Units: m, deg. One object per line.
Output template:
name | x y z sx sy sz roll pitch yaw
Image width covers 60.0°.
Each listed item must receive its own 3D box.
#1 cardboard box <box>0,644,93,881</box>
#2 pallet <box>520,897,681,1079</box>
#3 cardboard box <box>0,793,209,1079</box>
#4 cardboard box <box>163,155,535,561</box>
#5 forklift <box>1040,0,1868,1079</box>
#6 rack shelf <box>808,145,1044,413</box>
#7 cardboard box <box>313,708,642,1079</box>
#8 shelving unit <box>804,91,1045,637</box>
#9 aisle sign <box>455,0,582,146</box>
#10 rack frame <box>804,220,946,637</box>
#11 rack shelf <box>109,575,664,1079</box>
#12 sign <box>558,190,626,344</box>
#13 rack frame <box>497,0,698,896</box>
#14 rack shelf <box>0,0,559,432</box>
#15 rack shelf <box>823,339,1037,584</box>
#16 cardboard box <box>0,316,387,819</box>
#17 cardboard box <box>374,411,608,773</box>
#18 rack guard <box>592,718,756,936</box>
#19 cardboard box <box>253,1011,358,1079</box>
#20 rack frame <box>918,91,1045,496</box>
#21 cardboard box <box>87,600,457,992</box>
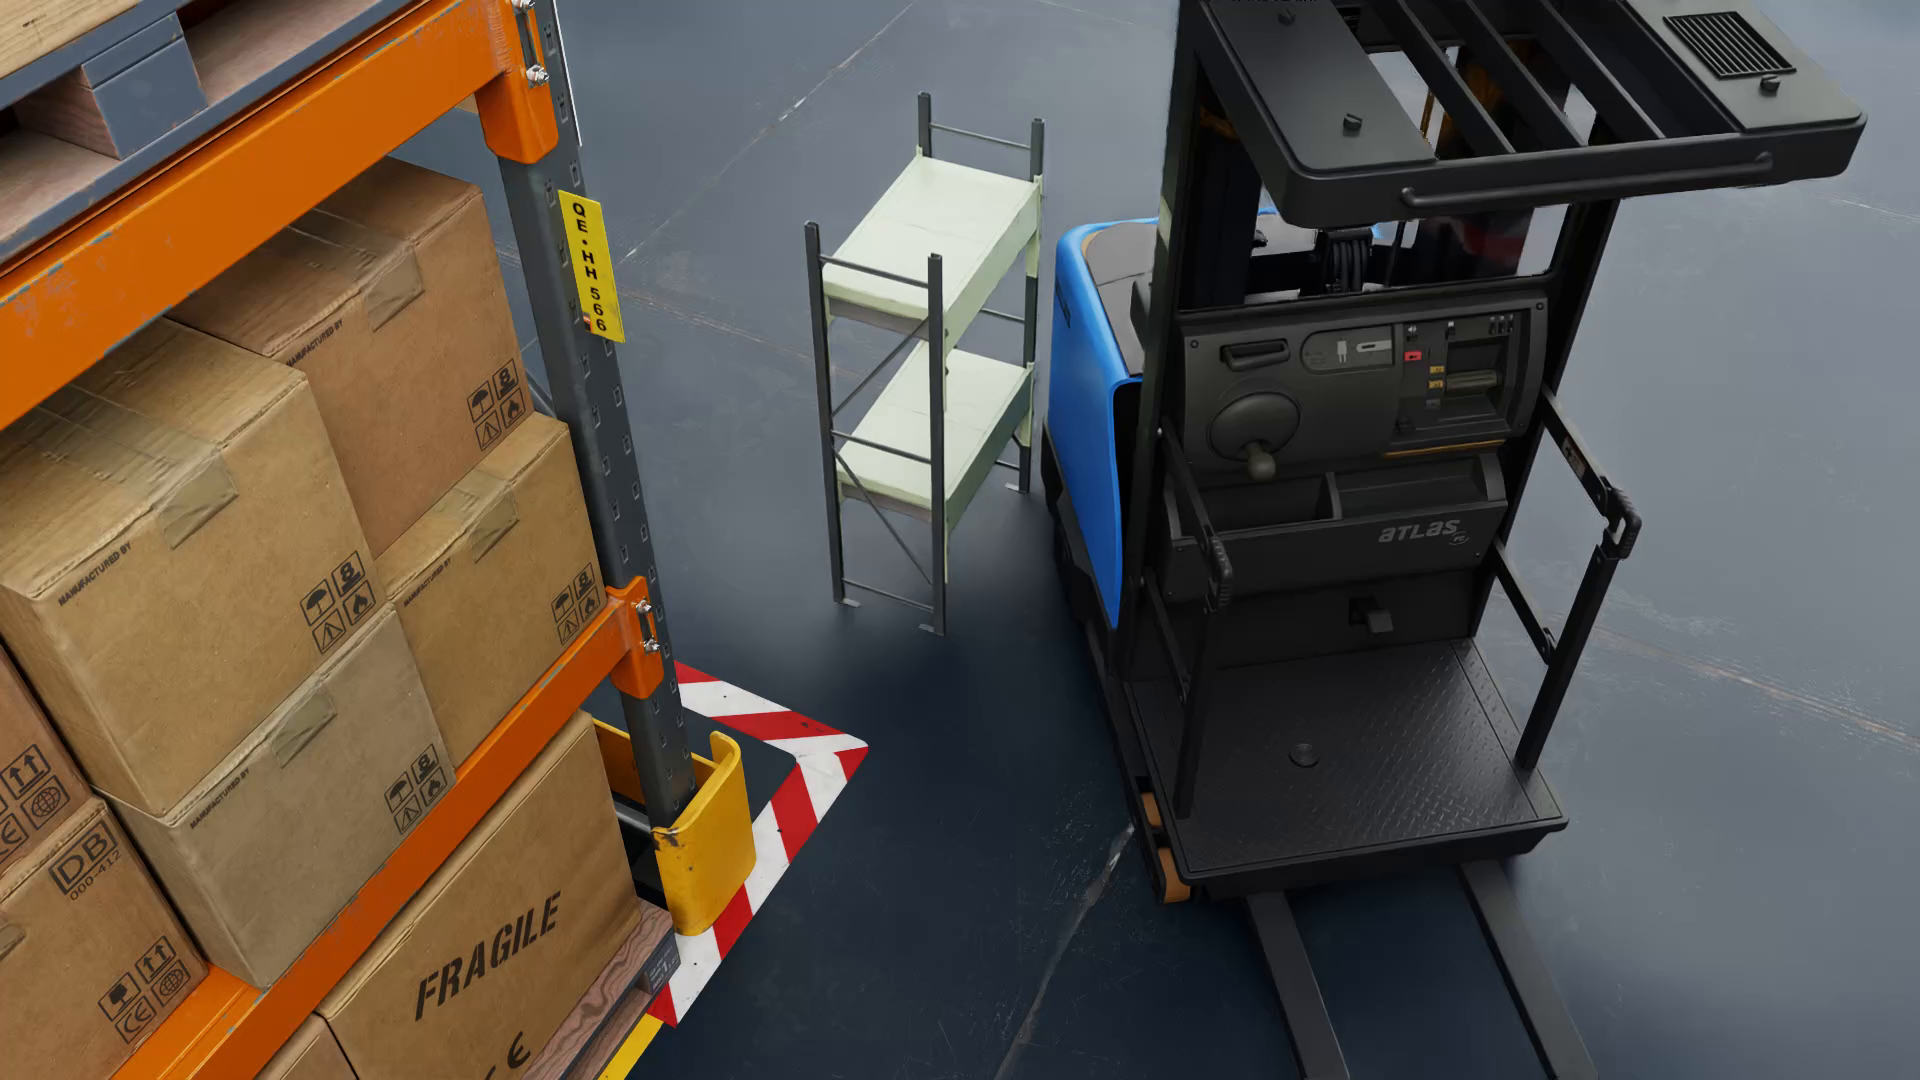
cardboard box | -1.938 0.259 2.521 0.875 0.550 0.550 20 49 19
pallet | -1.479 1.295 4.322 1.003 0.211 1.213 20 49 19
cardboard box | -1.916 0.646 2.897 0.875 0.550 0.550 20 49 19
cardboard box | -1.384 -0.426 3.197 0.875 0.550 0.550 20 49 19
forklift | 1.041 -0.286 3.972 1.130 2.935 3.031 -7 46 -7
rack shelf | -0.086 -0.786 4.924 0.431 0.370 0.720 17 48 16
cardboard box | -1.433 0.834 4.016 0.875 0.875 0.875 21 49 19
shelving unit | -0.086 -0.512 5.201 0.431 1.500 0.755 17 48 16
aisle sign | -0.879 -1.074 2.875 0.394 0.787 0.004 20 49 19
rack frame | -0.233 -0.273 4.966 0.400 1.500 0.023 17 48 16
rack shelf | -2.106 1.298 2.864 1.077 0.370 4.000 20 49 19
sign | -0.703 -0.517 3.171 0.100 0.325 0.005 20 49 19
rack frame | -1.177 -0.215 3.853 1.000 3.000 0.127 20 49 19
rack shelf | -2.106 0.244 1.797 1.077 0.370 4.000 20 49 19
rack shelf | -0.086 -0.282 5.433 0.431 0.370 0.720 17 48 16
cardboard box | -1.557 -0.049 2.825 0.875 0.550 0.550 20 49 19
cardboard box | -1.309 -0.019 3.554 0.875 0.550 0.550 20 49 19
rack guard | -1.166 0.649 4.757 1.175 0.500 0.348 20 49 19
cardboard box | -1.840 1.389 3.467 0.875 0.875 0.875 20 49 18
rack frame | 0.061 -0.750 5.437 0.400 1.500 0.023 17 48 16
cardboard box | -1.545 0.335 3.204 0.875 0.550 0.550 20 49 19
